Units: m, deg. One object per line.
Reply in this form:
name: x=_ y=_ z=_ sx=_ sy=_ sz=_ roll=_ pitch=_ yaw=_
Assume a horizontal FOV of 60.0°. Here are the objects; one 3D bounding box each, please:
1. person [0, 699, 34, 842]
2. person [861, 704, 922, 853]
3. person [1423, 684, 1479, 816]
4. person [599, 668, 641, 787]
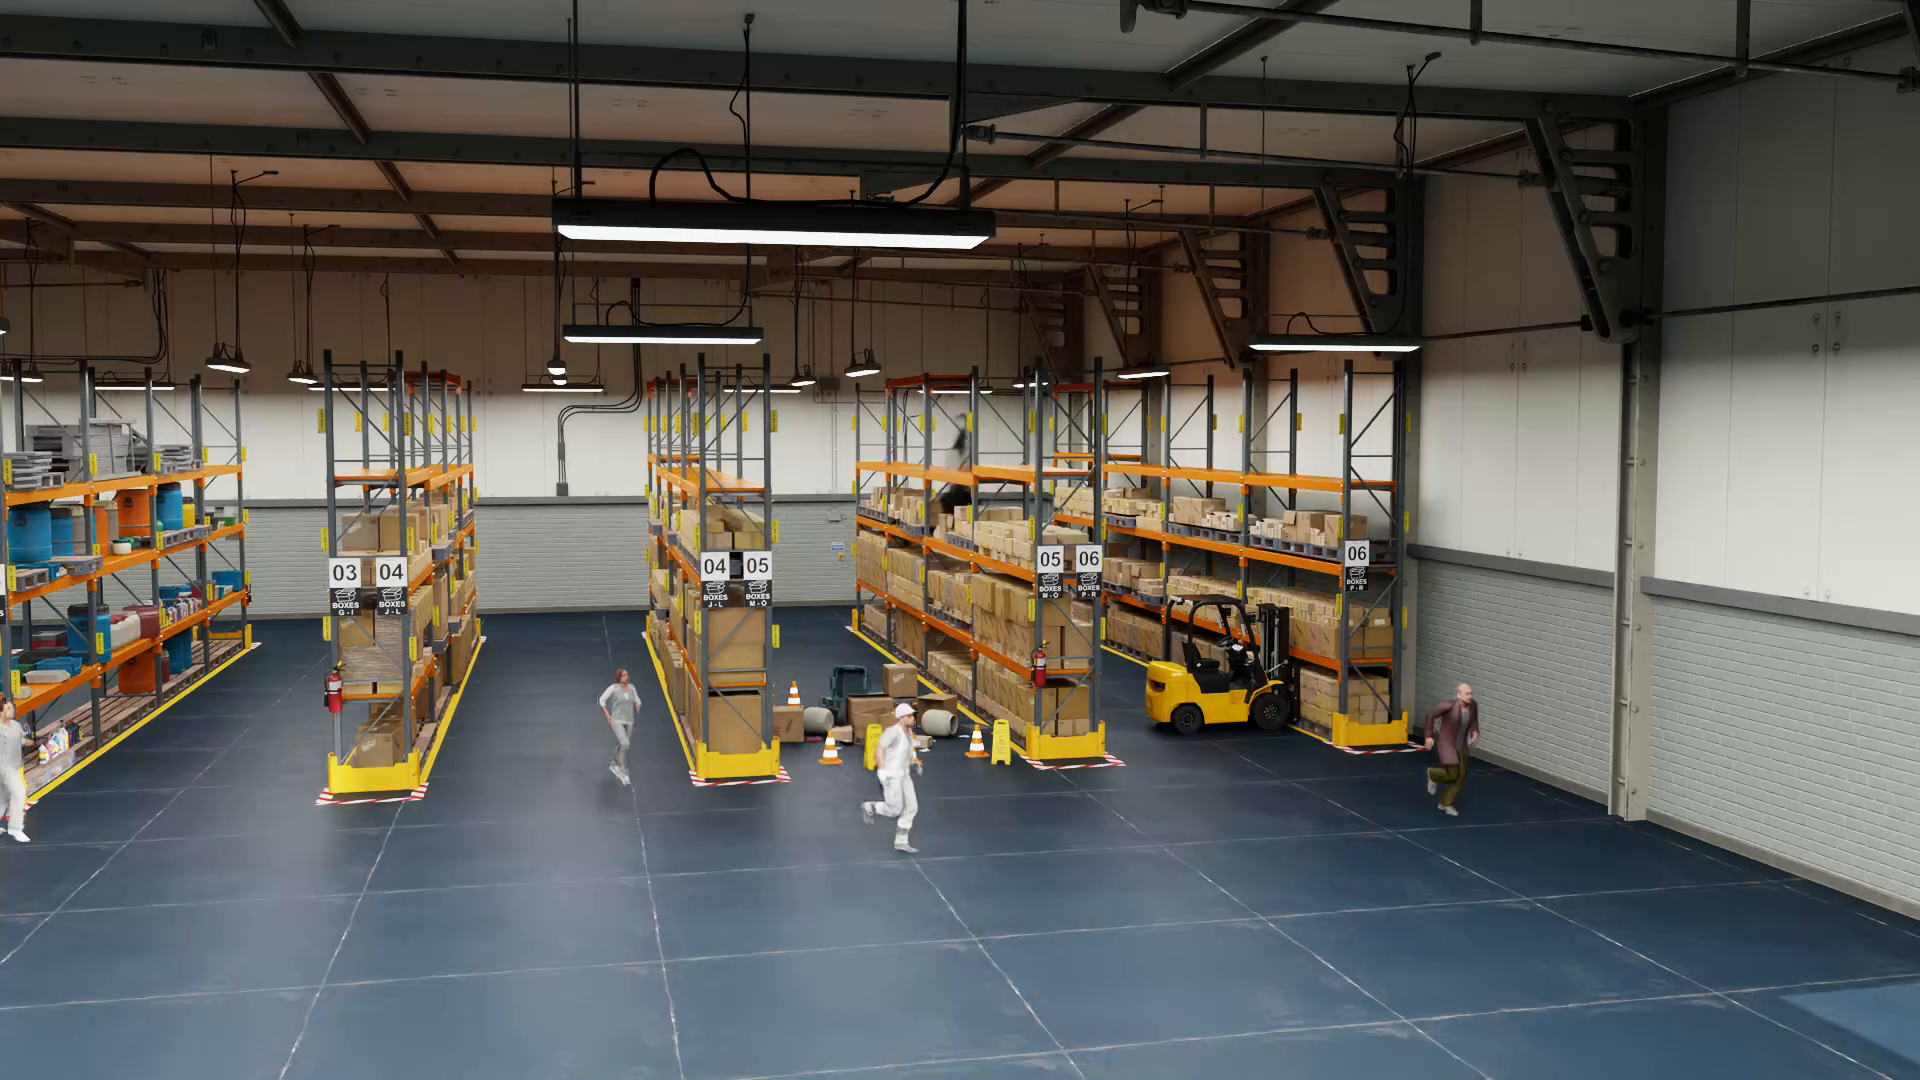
person: x=-11.508 y=2.773 z=20.039 sx=0.758 sy=1.727 sz=0.538 roll=0 pitch=4 yaw=5
person: x=-0.814 y=2.789 z=19.640 sx=0.775 sy=1.751 sz=0.683 roll=2 pitch=5 yaw=31
person: x=6.338 y=2.676 z=21.457 sx=0.701 sy=1.711 sz=0.794 roll=-2 pitch=4 yaw=-26
person: x=-4.734 y=2.595 z=23.263 sx=0.538 sy=1.615 sz=0.712 roll=-4 pitch=5 yaw=-43
